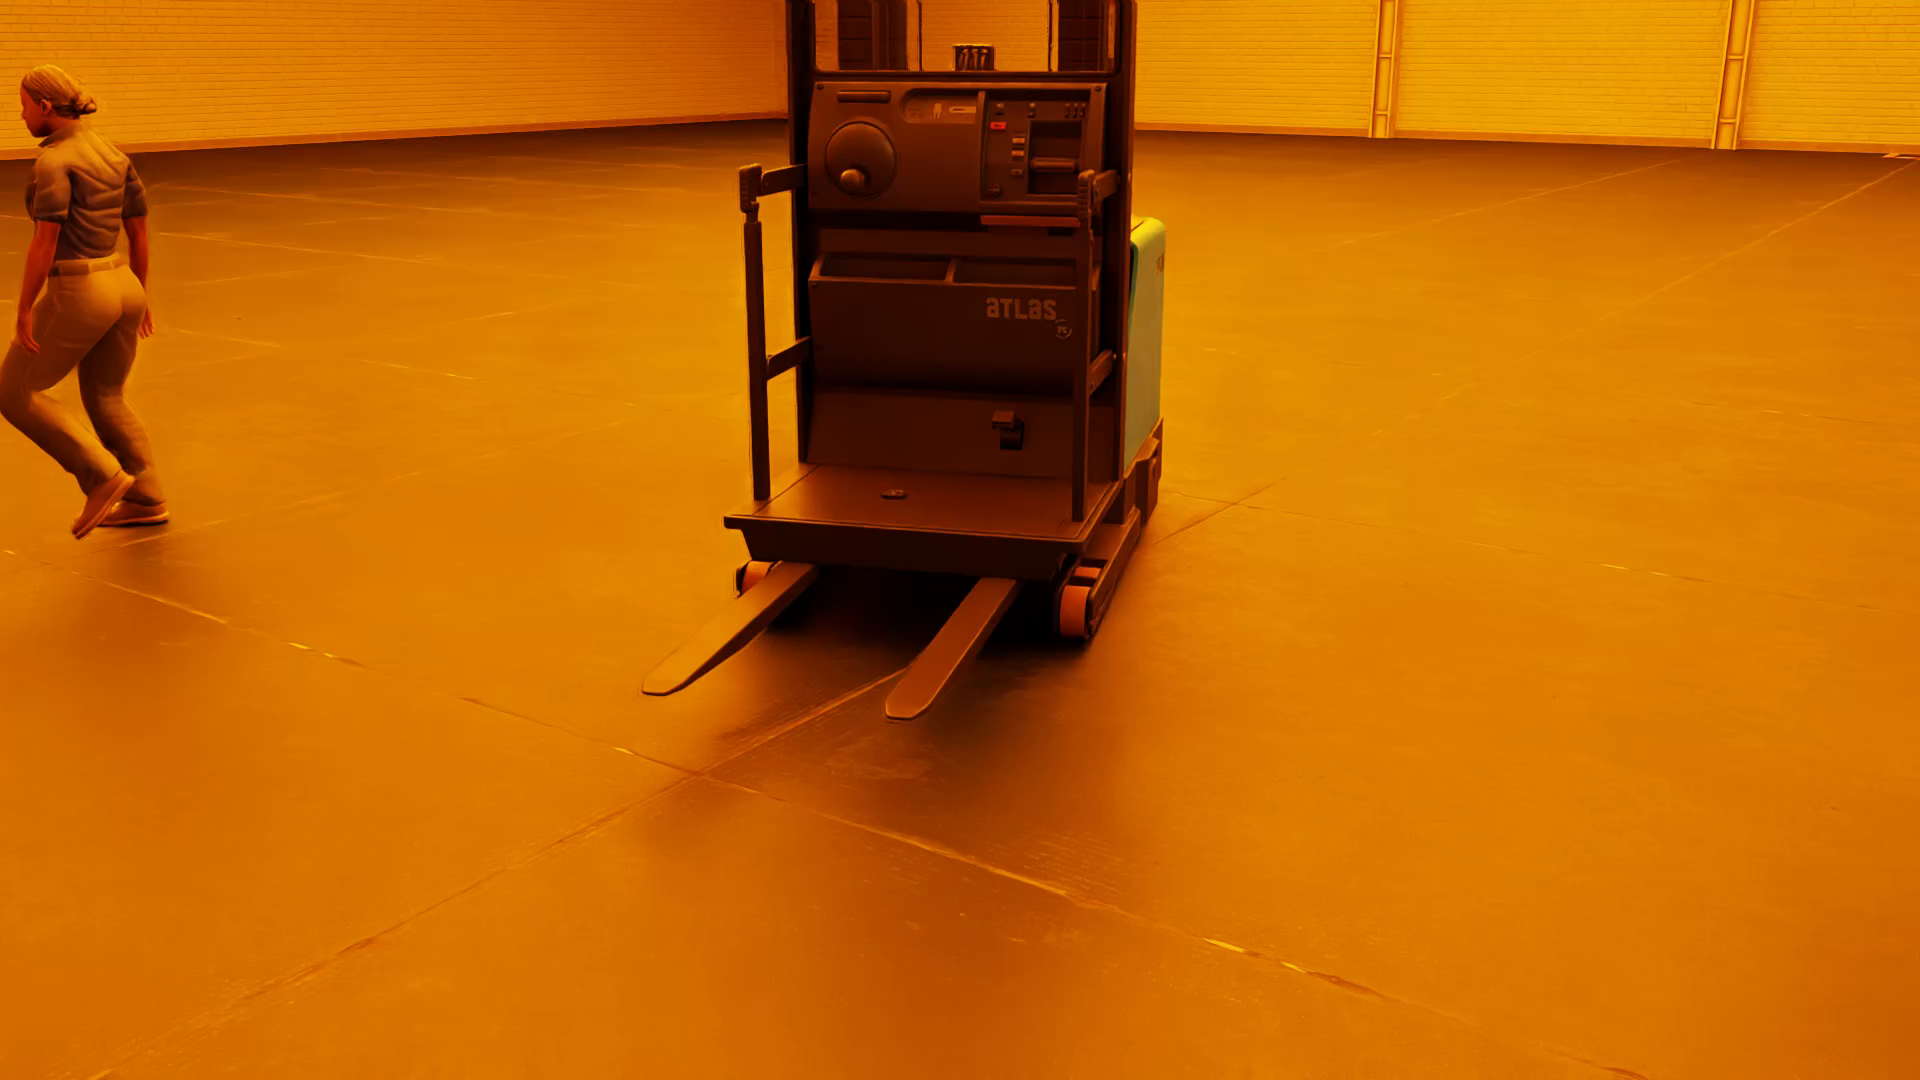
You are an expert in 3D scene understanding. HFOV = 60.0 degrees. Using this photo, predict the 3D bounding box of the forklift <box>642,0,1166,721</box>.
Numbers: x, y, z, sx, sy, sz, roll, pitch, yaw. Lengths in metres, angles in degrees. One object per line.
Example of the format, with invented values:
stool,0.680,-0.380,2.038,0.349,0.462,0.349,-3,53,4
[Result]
forklift,-0.066,-1.226,4.932,1.130,2.935,3.031,4,17,14

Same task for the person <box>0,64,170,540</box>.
person,-3.138,-0.828,5.866,0.430,1.639,0.595,1,17,2
